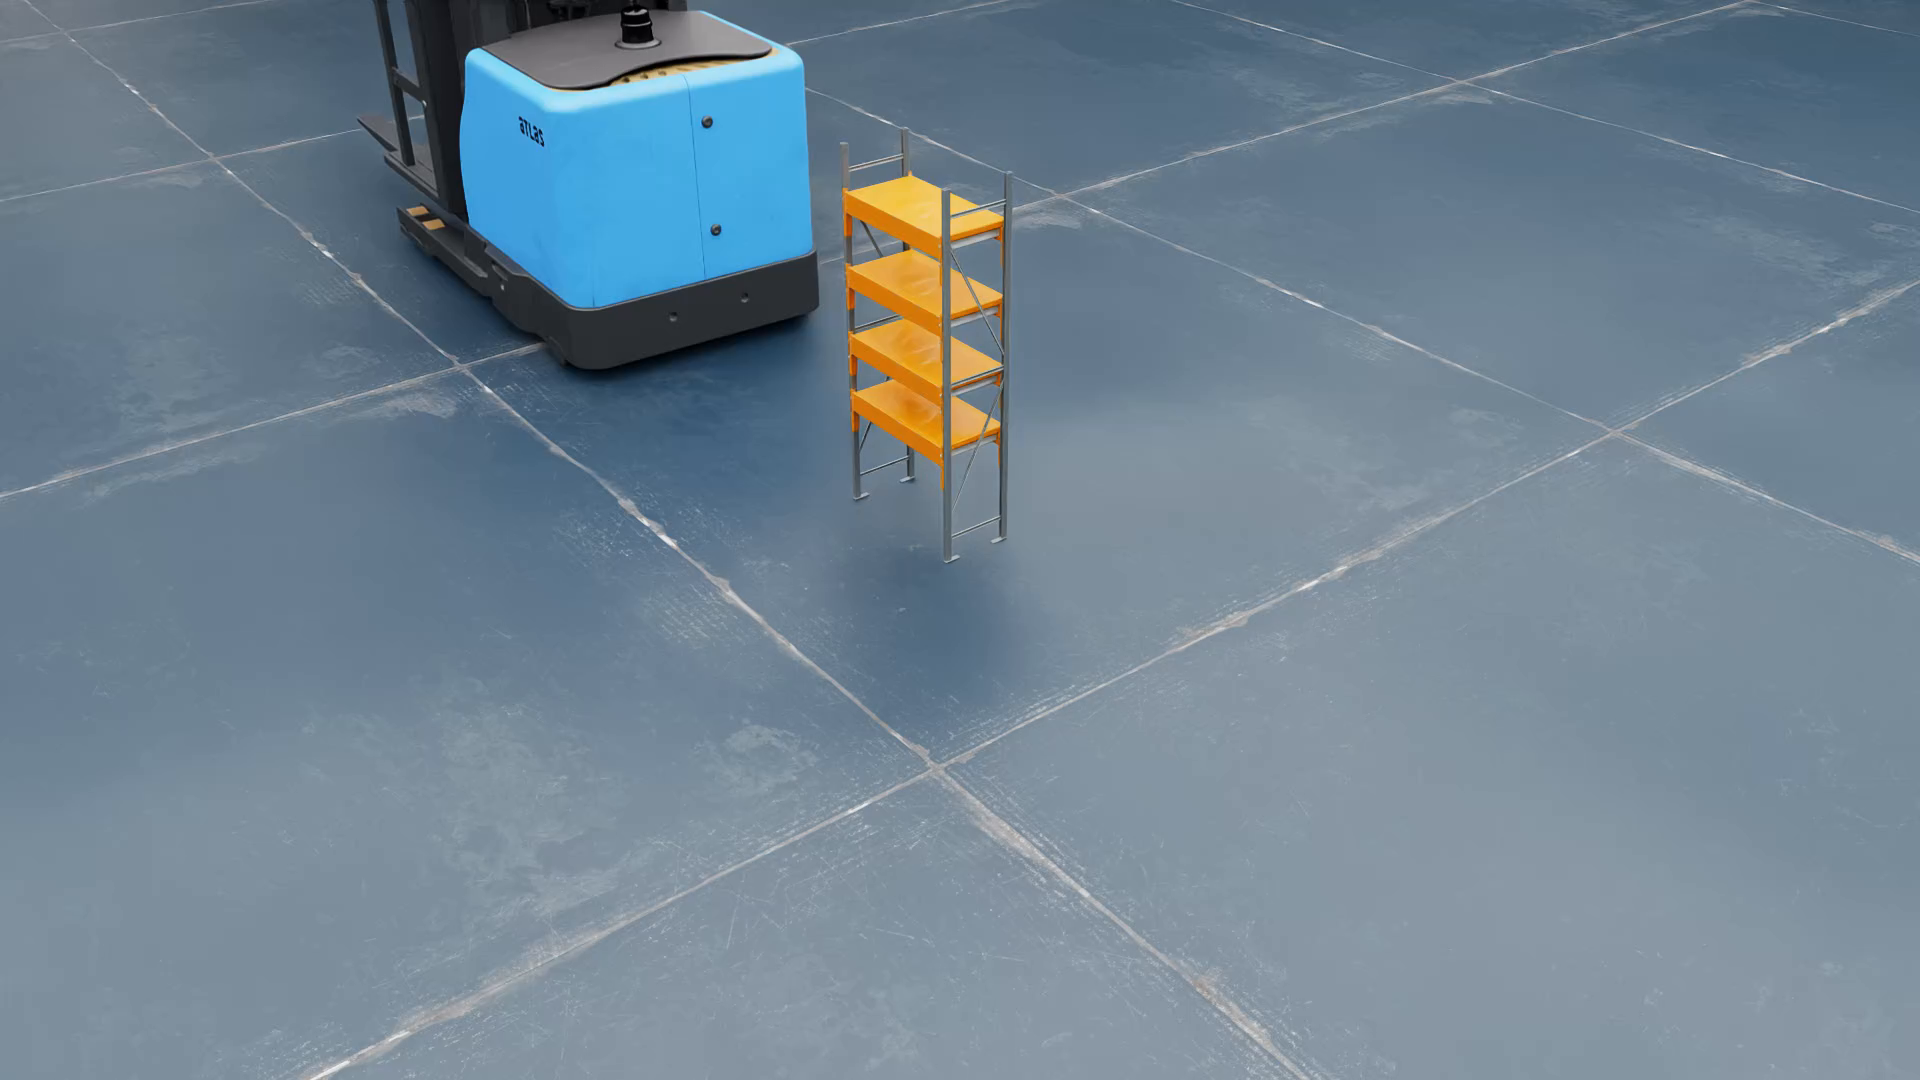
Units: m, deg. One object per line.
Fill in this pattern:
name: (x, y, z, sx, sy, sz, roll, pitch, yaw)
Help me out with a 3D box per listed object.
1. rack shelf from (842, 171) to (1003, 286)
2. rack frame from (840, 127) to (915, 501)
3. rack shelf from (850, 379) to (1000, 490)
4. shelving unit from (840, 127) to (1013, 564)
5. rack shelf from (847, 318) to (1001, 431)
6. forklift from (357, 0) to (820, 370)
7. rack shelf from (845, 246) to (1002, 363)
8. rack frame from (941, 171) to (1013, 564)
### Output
rack shelf: (-0.101, -0.913, 4.837, 0.258, 0.148, 0.480, -22, 38, -31)
rack frame: (-0.251, -0.680, 5.208, 0.240, 1.200, 0.015, -22, 38, -31)
rack shelf: (-0.101, -0.353, 5.185, 0.258, 0.148, 0.480, -22, 38, -31)
shelving unit: (-0.101, -0.579, 5.045, 0.258, 1.200, 0.503, -22, 38, -31)
rack shelf: (-0.101, -0.522, 5.080, 0.258, 0.148, 0.480, -22, 38, -31)
forklift: (-1.821, -2.599, 6.657, 1.130, 2.935, 3.031, -21, 37, -29)
rack shelf: (-0.101, -0.712, 4.962, 0.258, 0.148, 0.480, -22, 38, -31)
rack frame: (0.048, -0.477, 4.881, 0.240, 1.200, 0.015, -22, 38, -31)
